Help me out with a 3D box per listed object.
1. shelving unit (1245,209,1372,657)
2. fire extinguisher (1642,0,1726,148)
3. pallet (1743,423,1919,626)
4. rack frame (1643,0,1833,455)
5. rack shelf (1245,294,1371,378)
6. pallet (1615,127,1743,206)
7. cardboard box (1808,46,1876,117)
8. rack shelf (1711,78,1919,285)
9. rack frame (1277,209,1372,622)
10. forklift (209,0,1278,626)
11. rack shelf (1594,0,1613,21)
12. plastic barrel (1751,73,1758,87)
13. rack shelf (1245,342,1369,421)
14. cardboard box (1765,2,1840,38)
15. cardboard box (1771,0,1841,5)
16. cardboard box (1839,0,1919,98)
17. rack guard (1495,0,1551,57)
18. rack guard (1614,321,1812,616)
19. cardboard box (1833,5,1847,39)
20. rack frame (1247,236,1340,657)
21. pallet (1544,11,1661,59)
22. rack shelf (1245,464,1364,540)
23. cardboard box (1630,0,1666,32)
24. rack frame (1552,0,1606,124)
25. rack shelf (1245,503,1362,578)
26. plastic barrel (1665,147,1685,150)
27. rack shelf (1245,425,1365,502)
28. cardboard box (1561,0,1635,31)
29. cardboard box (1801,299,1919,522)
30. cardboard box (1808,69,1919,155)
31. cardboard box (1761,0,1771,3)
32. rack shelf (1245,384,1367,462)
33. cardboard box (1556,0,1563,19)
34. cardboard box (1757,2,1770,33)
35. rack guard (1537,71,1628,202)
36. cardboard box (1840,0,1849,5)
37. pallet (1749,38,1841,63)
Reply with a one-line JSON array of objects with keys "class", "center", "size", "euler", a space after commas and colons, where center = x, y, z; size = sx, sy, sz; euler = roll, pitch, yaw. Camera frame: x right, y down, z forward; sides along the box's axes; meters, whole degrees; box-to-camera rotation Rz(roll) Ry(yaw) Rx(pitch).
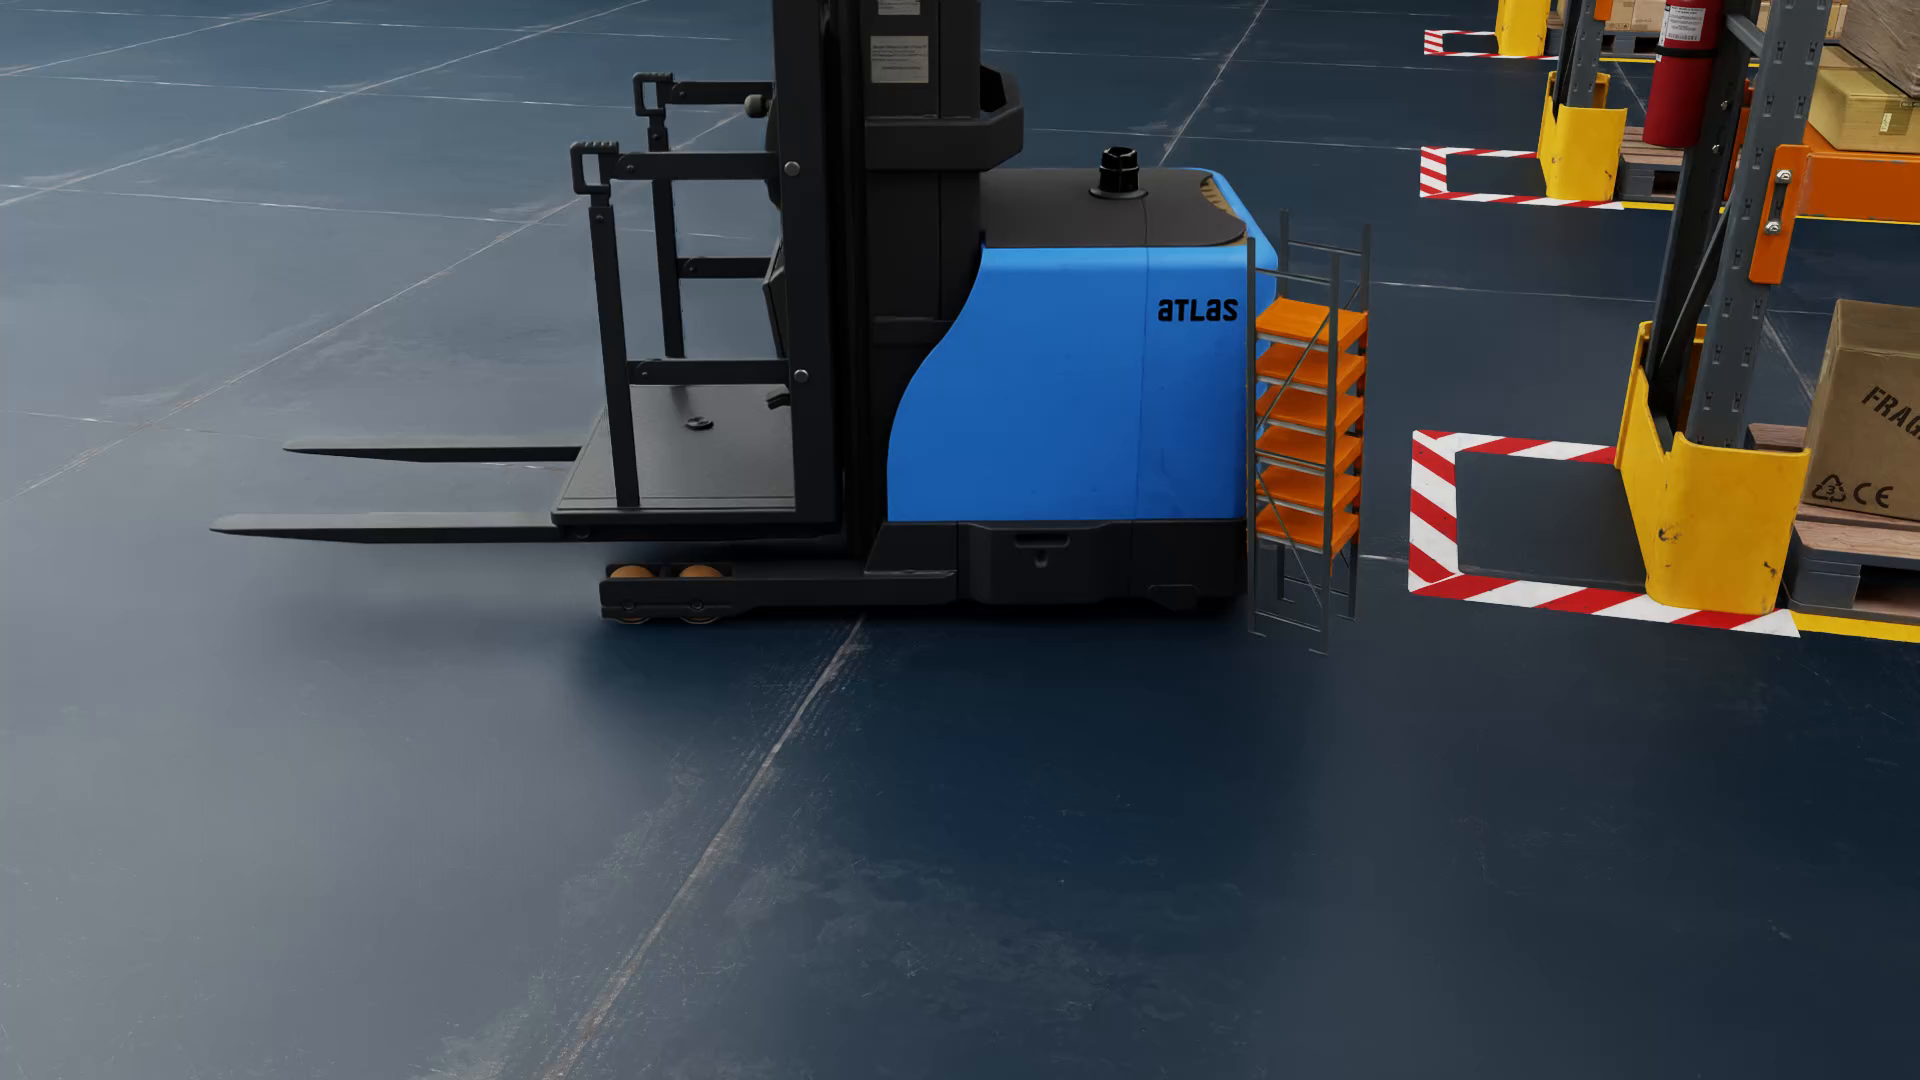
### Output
[{"class": "shelving unit", "center": [0.907, -0.254, 4.368], "size": [0.258, 1.200, 0.189], "euler": [17, 40, 31]}, {"class": "fire extinguisher", "center": [2.258, -1.568, 5.145], "size": [0.183, 0.674, 0.296], "euler": [6, 26, 13]}, {"class": "pallet", "center": [3.106, -0.030, 5.068], "size": [1.213, 0.211, 1.003], "euler": [6, 26, 13]}, {"class": "rack frame", "center": [2.254, -1.399, 4.699], "size": [0.127, 3.000, 1.000], "euler": [6, 26, 13]}, {"class": "rack shelf", "center": [0.877, -0.516, 4.196], "size": [0.258, 0.103, 0.180], "euler": [17, 40, 31]}, {"class": "pallet", "center": [4.358, -2.124, 9.467], "size": [1.213, 0.211, 1.003], "euler": [6, 26, 13]}, {"class": "cardboard box", "center": [2.581, -1.341, 4.870], "size": [0.250, 0.149, 0.380], "euler": [6, 26, 13]}, {"class": "rack shelf", "center": [4.191, -0.860, 4.404], "size": [4.000, 0.370, 1.077], "euler": [6, 26, 13]}, {"class": "rack frame", "center": [0.959, -0.299, 4.428], "size": [0.240, 1.200, 0.006], "euler": [17, 40, 31]}, {"class": "forklift", "center": [-0.664, -1.310, 4.592], "size": [3.031, 2.935, 1.130], "euler": [0, 25, -1]}, {"class": "rack shelf", "center": [5.425, -2.922, 8.735], "size": [4.000, 0.370, 1.077], "euler": [6, 26, 13]}, {"class": "plastic barrel", "center": [4.630, -2.435, 9.281], "size": [0.421, 0.512, 0.421], "euler": [0, 25, 0]}, {"class": "rack shelf", "center": [0.888, -0.416, 4.261], "size": [0.258, 0.103, 0.180], "euler": [17, 40, 31]}, {"class": "cardboard box", "center": [6.641, -4.160, 13.208], "size": [0.500, 0.250, 0.500], "euler": [6, 26, 13]}, {"class": "cardboard box", "center": [6.641, -4.498, 13.046], "size": [0.500, 0.500, 0.500], "euler": [6, 26, 13]}, {"class": "cardboard box", "center": [2.780, -1.508, 4.466], "size": [0.500, 0.500, 0.875], "euler": [6, 26, 13]}, {"class": "rack guard", "center": [4.702, -4.397, 13.904], "size": [0.348, 0.500, 1.175], "euler": [6, 26, 13]}, {"class": "rack guard", "center": [2.328, -0.262, 5.220], "size": [0.348, 0.500, 1.175], "euler": [6, 26, 13]}, {"class": "cardboard box", "center": [7.126, -4.107, 13.096], "size": [0.500, 0.250, 0.500], "euler": [6, 26, 13]}, {"class": "rack frame", "center": [0.855, -0.208, 4.308], "size": [0.240, 1.200, 0.006], "euler": [17, 40, 31]}, {"class": "pallet", "center": [5.476, -4.200, 13.825], "size": [1.213, 0.211, 1.003], "euler": [6, 26, 13]}, {"class": "rack shelf", "center": [0.923, -0.117, 4.458], "size": [0.258, 0.103, 0.180], "euler": [17, 40, 31]}, {"class": "cardboard box", "center": [5.674, -4.269, 13.438], "size": [0.500, 0.250, 0.500], "euler": [6, 26, 13]}, {"class": "rack frame", "center": [3.488, -3.461, 9.031], "size": [0.127, 3.000, 1.000], "euler": [6, 26, 13]}, {"class": "rack shelf", "center": [0.934, -0.017, 4.524], "size": [0.258, 0.103, 0.180], "euler": [17, 40, 31]}, {"class": "plastic barrel", "center": [4.144, -2.489, 9.394], "size": [0.421, 0.512, 0.421], "euler": [0, 25, 0]}, {"class": "rack shelf", "center": [0.911, -0.217, 4.393], "size": [0.258, 0.103, 0.180], "euler": [17, 40, 31]}, {"class": "cardboard box", "center": [5.189, -4.321, 13.547], "size": [0.500, 0.250, 0.500], "euler": [6, 26, 13]}, {"class": "cardboard box", "center": [2.855, -0.386, 4.991], "size": [0.500, 0.500, 0.500], "euler": [11, 28, 23]}, {"class": "cardboard box", "center": [2.471, -1.156, 4.481], "size": [0.250, 0.149, 0.380], "euler": [6, 26, 13]}, {"class": "cardboard box", "center": [6.161, -4.559, 13.174], "size": [0.500, 0.500, 0.500], "euler": [6, 26, 13]}, {"class": "rack shelf", "center": [0.900, -0.317, 4.327], "size": [0.258, 0.103, 0.180], "euler": [17, 40, 31]}, {"class": "cardboard box", "center": [5.318, -4.537, 14.000], "size": [0.500, 0.250, 0.500], "euler": [6, 26, 13]}, {"class": "cardboard box", "center": [6.158, -4.215, 13.325], "size": [0.500, 0.250, 0.500], "euler": [6, 26, 13]}, {"class": "rack guard", "center": [3.573, -2.344, 9.592], "size": [0.348, 0.500, 1.175], "euler": [6, 26, 13]}, {"class": "cardboard box", "center": [7.129, -4.450, 12.946], "size": [0.500, 0.500, 0.500], "euler": [6, 26, 13]}, {"class": "pallet", "center": [6.654, -4.068, 13.549], "size": [1.213, 0.211, 1.003], "euler": [6, 26, 13]}]
